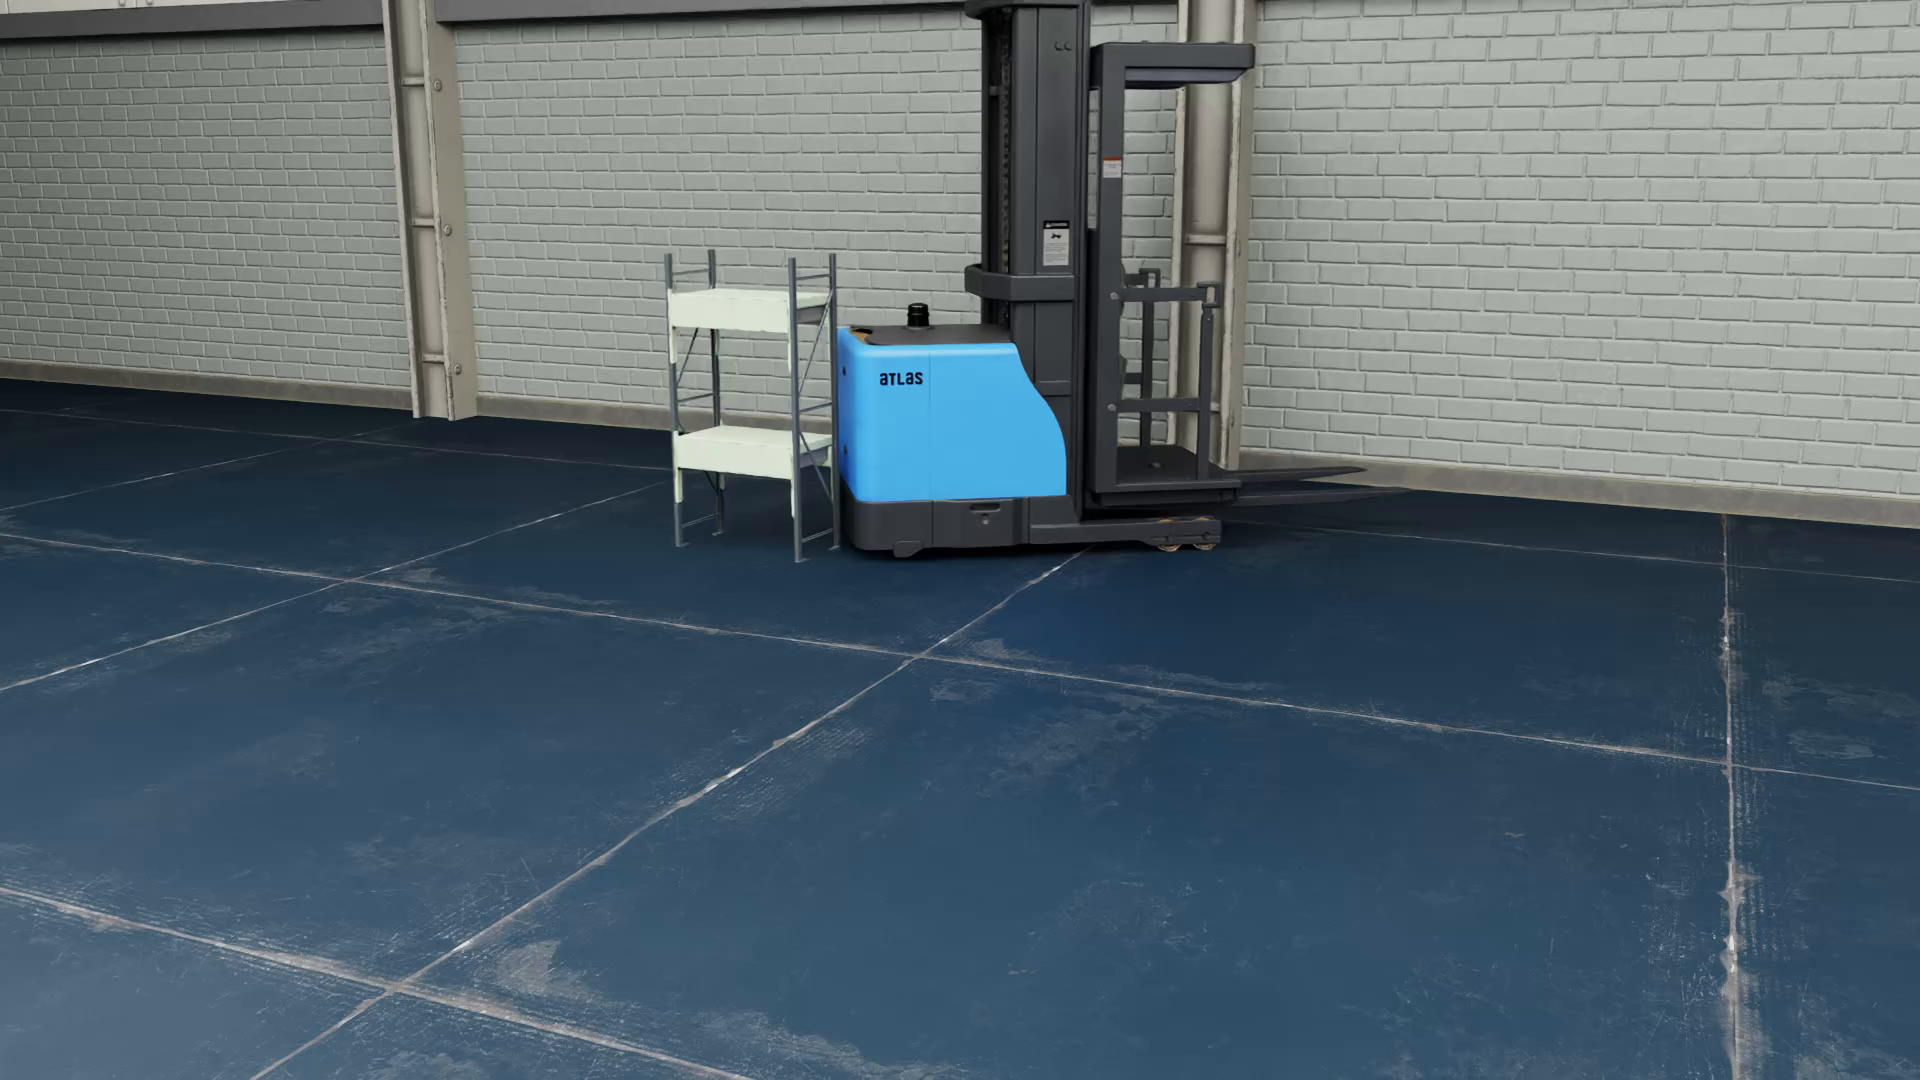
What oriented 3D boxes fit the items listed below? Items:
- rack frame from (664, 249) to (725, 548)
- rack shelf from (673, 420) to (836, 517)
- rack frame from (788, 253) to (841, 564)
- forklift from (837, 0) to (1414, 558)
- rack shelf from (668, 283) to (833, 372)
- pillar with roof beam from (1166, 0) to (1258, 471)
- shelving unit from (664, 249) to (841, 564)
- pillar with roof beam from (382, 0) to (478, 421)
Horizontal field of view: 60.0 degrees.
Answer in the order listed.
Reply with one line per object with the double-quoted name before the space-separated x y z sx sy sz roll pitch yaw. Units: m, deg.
"rack frame" -1.366 -0.731 8.586 0.023 1.500 0.400 7 15 27
"rack shelf" -1.042 -0.375 8.495 0.720 0.370 0.431 7 15 27
"rack frame" -0.717 -0.653 8.256 0.023 1.500 0.400 7 15 27
"forklift" 0.882 -1.483 8.660 3.031 2.935 1.130 -2 13 -11
"rack shelf" -1.042 -1.072 8.332 0.720 0.370 0.431 7 15 27
"pillar with roof beam" -0.219 -3.883 5.605 0.400 9.000 9.100 6 14 23
"shelving unit" -1.042 -0.692 8.421 0.755 1.500 0.431 7 15 27
"pillar with roof beam" -5.705 -4.438 7.971 0.400 9.000 9.100 6 14 23
